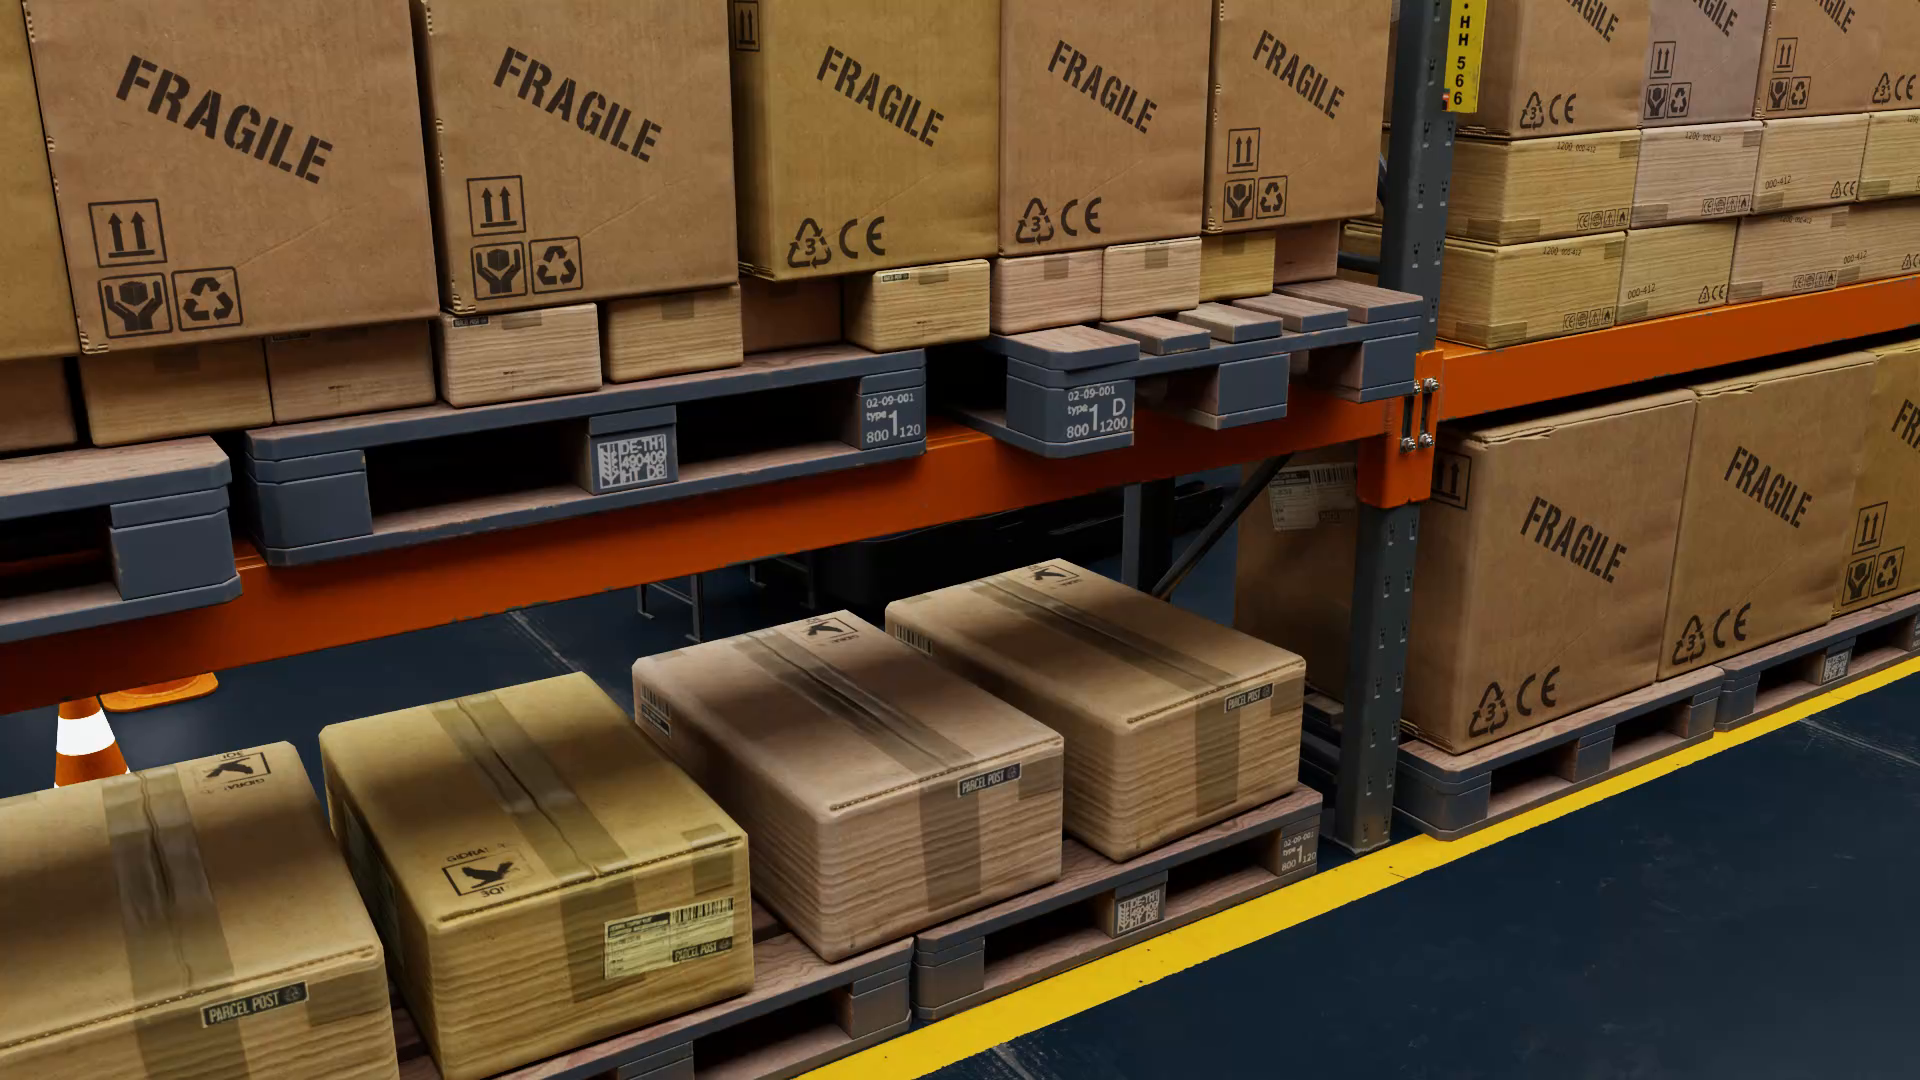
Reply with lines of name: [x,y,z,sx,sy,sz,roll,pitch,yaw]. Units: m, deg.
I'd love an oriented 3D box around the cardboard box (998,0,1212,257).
cardboard box: [0.151,-0.880,3.387,0.500,0.500,0.500,-12,22,-32]

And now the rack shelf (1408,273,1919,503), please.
rack shelf: [2.474,-0.753,5.410,4.000,0.370,1.077,-12,22,-31]

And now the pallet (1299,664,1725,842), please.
pallet: [1.503,0.461,5.051,1.213,0.211,1.003,-12,22,-31]

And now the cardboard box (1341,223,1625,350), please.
cardboard box: [1.351,-0.689,4.333,0.500,0.250,0.500,-12,22,-32]

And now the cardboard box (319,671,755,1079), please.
cardboard box: [-0.922,0.666,3.539,0.625,0.372,0.950,-11,22,-30]

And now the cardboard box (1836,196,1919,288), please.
cardboard box: [2.621,-0.963,5.143,0.500,0.250,0.500,-12,22,-31]

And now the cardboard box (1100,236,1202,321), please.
cardboard box: [0.289,-0.577,3.506,0.250,0.149,0.380,-12,22,-32]

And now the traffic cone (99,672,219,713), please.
traffic cone: [-2.579,0.254,5.271,0.334,0.463,0.336,-12,22,-31]

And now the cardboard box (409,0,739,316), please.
cardboard box: [-0.726,-0.695,2.840,0.500,0.500,0.500,-13,23,-34]

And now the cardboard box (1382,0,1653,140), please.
cardboard box: [1.350,-1.284,4.140,0.500,0.500,0.500,-13,22,-33]

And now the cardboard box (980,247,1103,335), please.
cardboard box: [0.075,-0.535,3.381,0.250,0.149,0.380,-13,23,-34]

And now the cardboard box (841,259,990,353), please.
cardboard box: [-0.148,-0.483,3.226,0.250,0.149,0.380,-11,22,-30]

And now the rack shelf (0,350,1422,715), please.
rack shelf: [-0.867,-0.048,3.326,4.000,0.370,1.077,-12,22,-31]

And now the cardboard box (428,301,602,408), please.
cardboard box: [-0.798,-0.351,2.837,0.250,0.149,0.380,-11,22,-29]

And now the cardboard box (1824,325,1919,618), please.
cardboard box: [2.920,-0.346,5.747,0.875,0.875,0.875,-11,22,-30]

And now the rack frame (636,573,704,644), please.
rack frame: [-1.016,-0.684,5.489,0.015,2.100,0.400,-16,24,-39]

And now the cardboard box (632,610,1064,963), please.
cardboard box: [-0.286,0.534,3.929,0.625,0.372,0.950,-12,22,-32]

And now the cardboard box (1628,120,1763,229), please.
cardboard box: [1.795,-1.021,4.534,0.500,0.250,0.500,-11,22,-30]

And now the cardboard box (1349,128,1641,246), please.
cardboard box: [1.362,-0.930,4.266,0.500,0.250,0.500,-12,22,-32]

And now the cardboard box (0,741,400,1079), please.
cardboard box: [-1.502,0.789,3.175,0.625,0.372,0.950,-10,21,-28]

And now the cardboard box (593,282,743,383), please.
cardboard box: [-0.591,-0.406,2.999,0.250,0.149,0.380,-13,22,-33]

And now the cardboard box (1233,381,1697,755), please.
cardboard box: [1.426,-0.033,4.820,0.875,0.875,0.875,-12,22,-32]

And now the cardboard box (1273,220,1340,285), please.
cardboard box: [0.659,-0.700,3.869,0.250,0.149,0.380,-11,22,-29]

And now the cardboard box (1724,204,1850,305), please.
cardboard box: [2.211,-0.875,4.883,0.500,0.250,0.500,-11,22,-30]

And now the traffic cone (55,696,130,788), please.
traffic cone: [-2.272,0.572,4.329,0.334,0.463,0.336,-12,22,-31]

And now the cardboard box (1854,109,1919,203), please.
cardboard box: [2.649,-1.191,5.038,0.500,0.250,0.500,-11,22,-30]

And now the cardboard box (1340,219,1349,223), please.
cardboard box: [1.068,-1.060,4.650,0.500,0.250,0.500,-12,22,-32]

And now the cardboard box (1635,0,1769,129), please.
cardboard box: [1.759,-1.373,4.407,0.500,0.500,0.500,-12,22,-31]

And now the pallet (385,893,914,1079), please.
pallet: [-0.868,0.931,3.662,1.213,0.211,1.003,-12,22,-31]

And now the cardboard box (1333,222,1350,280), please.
cardboard box: [1.083,-0.829,4.746,0.500,0.250,0.500,-13,23,-33]

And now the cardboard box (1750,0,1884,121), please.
cardboard box: [2.199,-1.460,4.664,0.500,0.500,0.500,-11,22,-30]

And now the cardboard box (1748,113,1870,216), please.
cardboard box: [2.218,-1.105,4.784,0.500,0.250,0.500,-12,22,-32]

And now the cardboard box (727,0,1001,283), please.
cardboard box: [-0.270,-0.791,3.123,0.500,0.500,0.500,-14,23,-35]

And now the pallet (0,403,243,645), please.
pallet: [-1.819,-0.041,2.483,1.213,0.211,1.003,-12,22,-31]

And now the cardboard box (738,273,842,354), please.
cardboard box: [-0.427,-0.472,3.195,0.250,0.149,0.380,-12,22,-31]

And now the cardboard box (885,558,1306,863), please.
cardboard box: [0.326,0.402,4.320,0.625,0.372,0.950,-14,23,-35]

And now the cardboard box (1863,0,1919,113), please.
cardboard box: [2.623,-1.548,4.924,0.500,0.500,0.500,-12,22,-31]

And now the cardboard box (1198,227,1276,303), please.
cardboard box: [0.475,-0.634,3.672,0.250,0.149,0.380,-12,22,-31]

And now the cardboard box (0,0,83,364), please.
cardboard box: [-1.570,-0.518,2.317,0.500,0.500,0.500,-12,22,-31]

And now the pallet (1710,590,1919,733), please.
pallet: [2.521,0.248,5.683,1.213,0.211,1.003,-12,22,-31]

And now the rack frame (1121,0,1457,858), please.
rack frame: [0.803,-0.741,4.253,0.127,3.000,1.000,-12,22,-31]

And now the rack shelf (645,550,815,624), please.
rack shelf: [-0.834,-0.060,5.871,0.480,0.518,0.431,-16,24,-39]

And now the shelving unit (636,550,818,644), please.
shelving unit: [-0.834,-0.736,5.642,0.503,2.100,0.431,-16,24,-39]

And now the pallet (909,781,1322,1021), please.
pallet: [0.150,0.717,4.294,1.213,0.211,1.003,-12,22,-31]

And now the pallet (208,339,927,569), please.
pallet: [-0.827,-0.291,3.220,1.213,0.211,1.003,-12,22,-31]

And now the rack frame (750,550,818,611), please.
rack frame: [-0.652,-0.788,5.796,0.015,2.100,0.400,-16,24,-39]

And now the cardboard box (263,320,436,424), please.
cardboard box: [-1.049,-0.318,2.740,0.250,0.149,0.380,-12,22,-31]

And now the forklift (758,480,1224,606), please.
forklift: [0.464,-1.521,6.668,3.031,2.935,1.130,-16,24,-39]

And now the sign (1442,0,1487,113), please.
sign: [1.110,-1.109,3.656,0.005,0.325,0.100,-12,22,-31]

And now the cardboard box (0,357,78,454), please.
cardboard box: [-1.494,-0.241,2.511,0.250,0.149,0.380,-10,21,-28]

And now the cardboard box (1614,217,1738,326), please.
cardboard box: [1.770,-0.784,4.615,0.500,0.250,0.500,-13,22,-33]

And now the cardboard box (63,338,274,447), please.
cardboard box: [-1.256,-0.275,2.612,0.250,0.149,0.380,-12,22,-31]

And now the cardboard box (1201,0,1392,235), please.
cardboard box: [0.577,-0.974,3.665,0.500,0.500,0.500,-13,22,-33]

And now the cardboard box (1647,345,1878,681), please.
cardboard box: [2.173,-0.189,5.282,0.875,0.875,0.875,-12,22,-31]

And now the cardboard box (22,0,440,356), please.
cardboard box: [-1.150,-0.601,2.564,0.500,0.500,0.500,-12,22,-32]

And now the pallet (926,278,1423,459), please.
pallet: [0.267,-0.496,3.828,1.003,0.211,1.213,-12,22,-31]
